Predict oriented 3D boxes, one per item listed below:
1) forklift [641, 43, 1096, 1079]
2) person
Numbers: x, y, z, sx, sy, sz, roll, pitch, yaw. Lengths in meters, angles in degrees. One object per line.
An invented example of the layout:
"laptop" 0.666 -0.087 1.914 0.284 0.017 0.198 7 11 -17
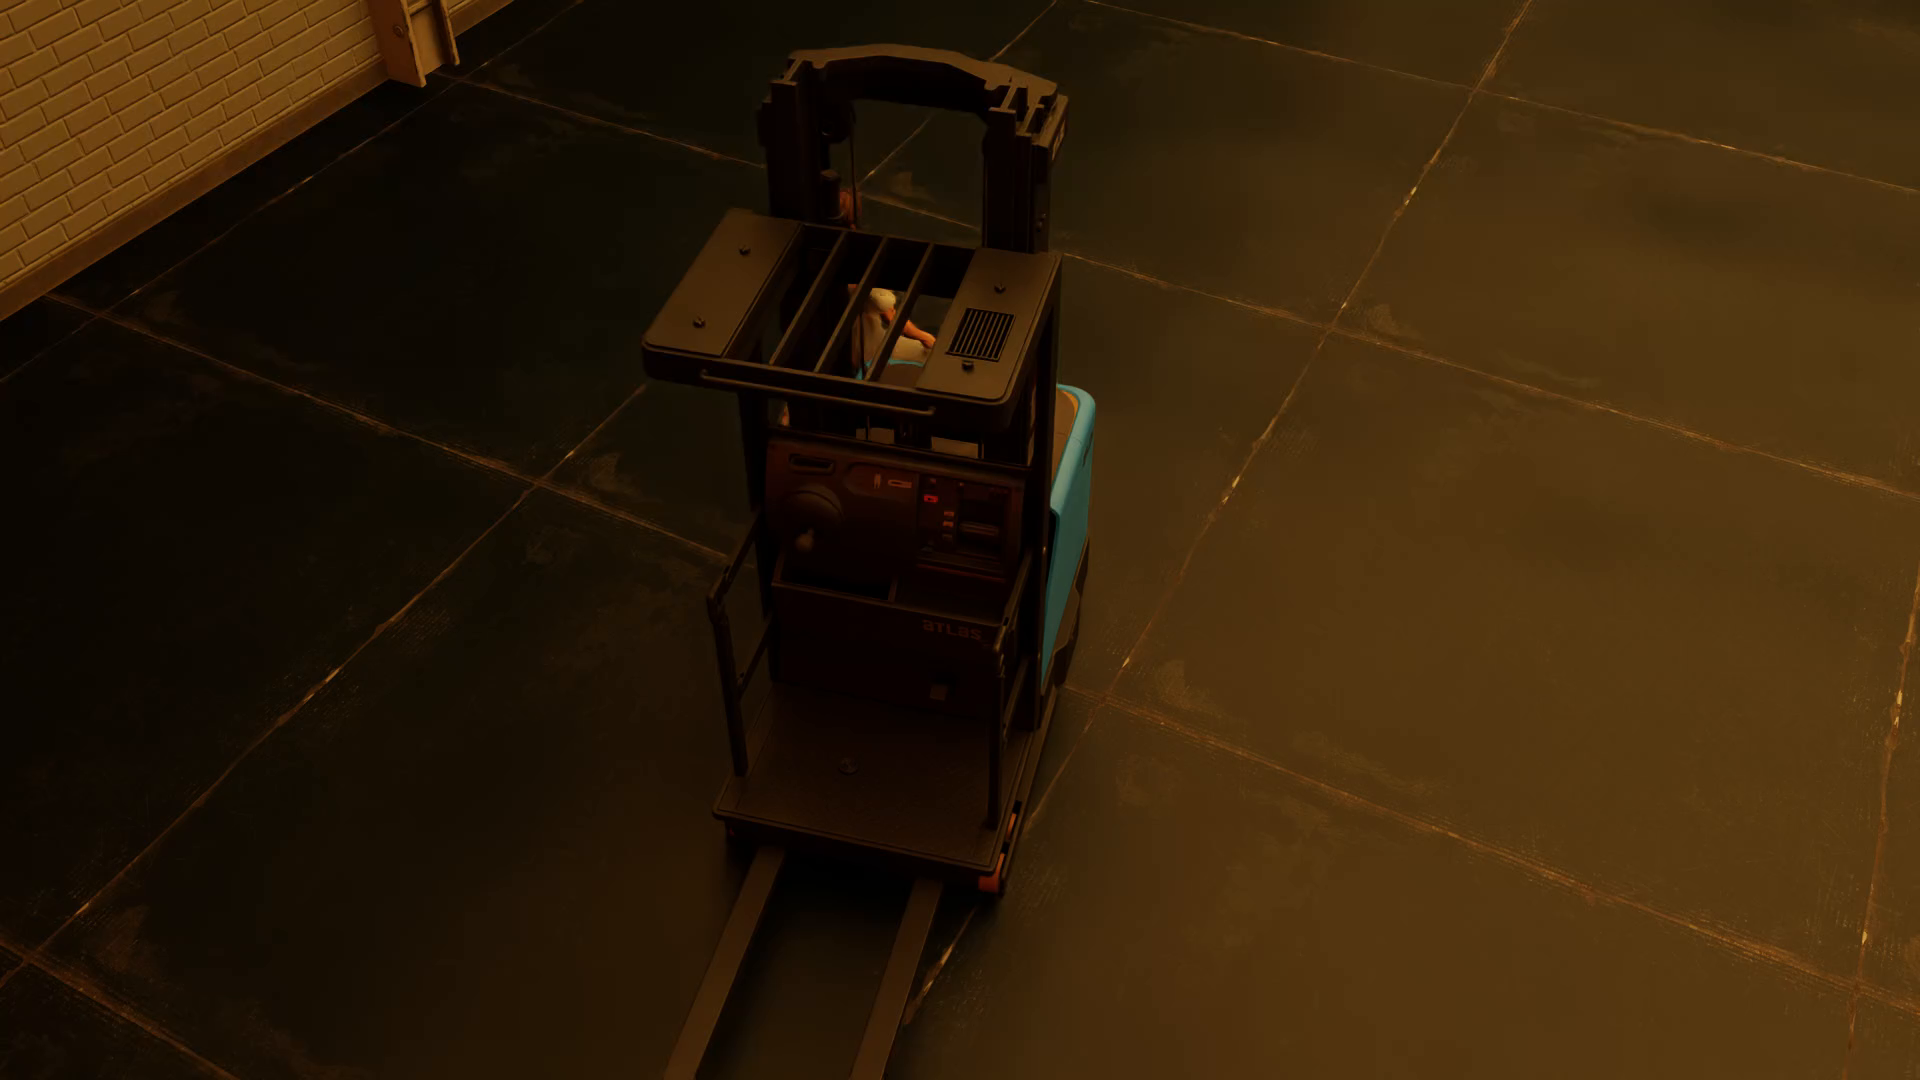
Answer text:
"forklift" -0.286 -0.016 5.671 1.130 2.935 3.031 10 44 10
"person" -0.500 -0.968 7.753 0.907 1.539 0.806 24 48 23
